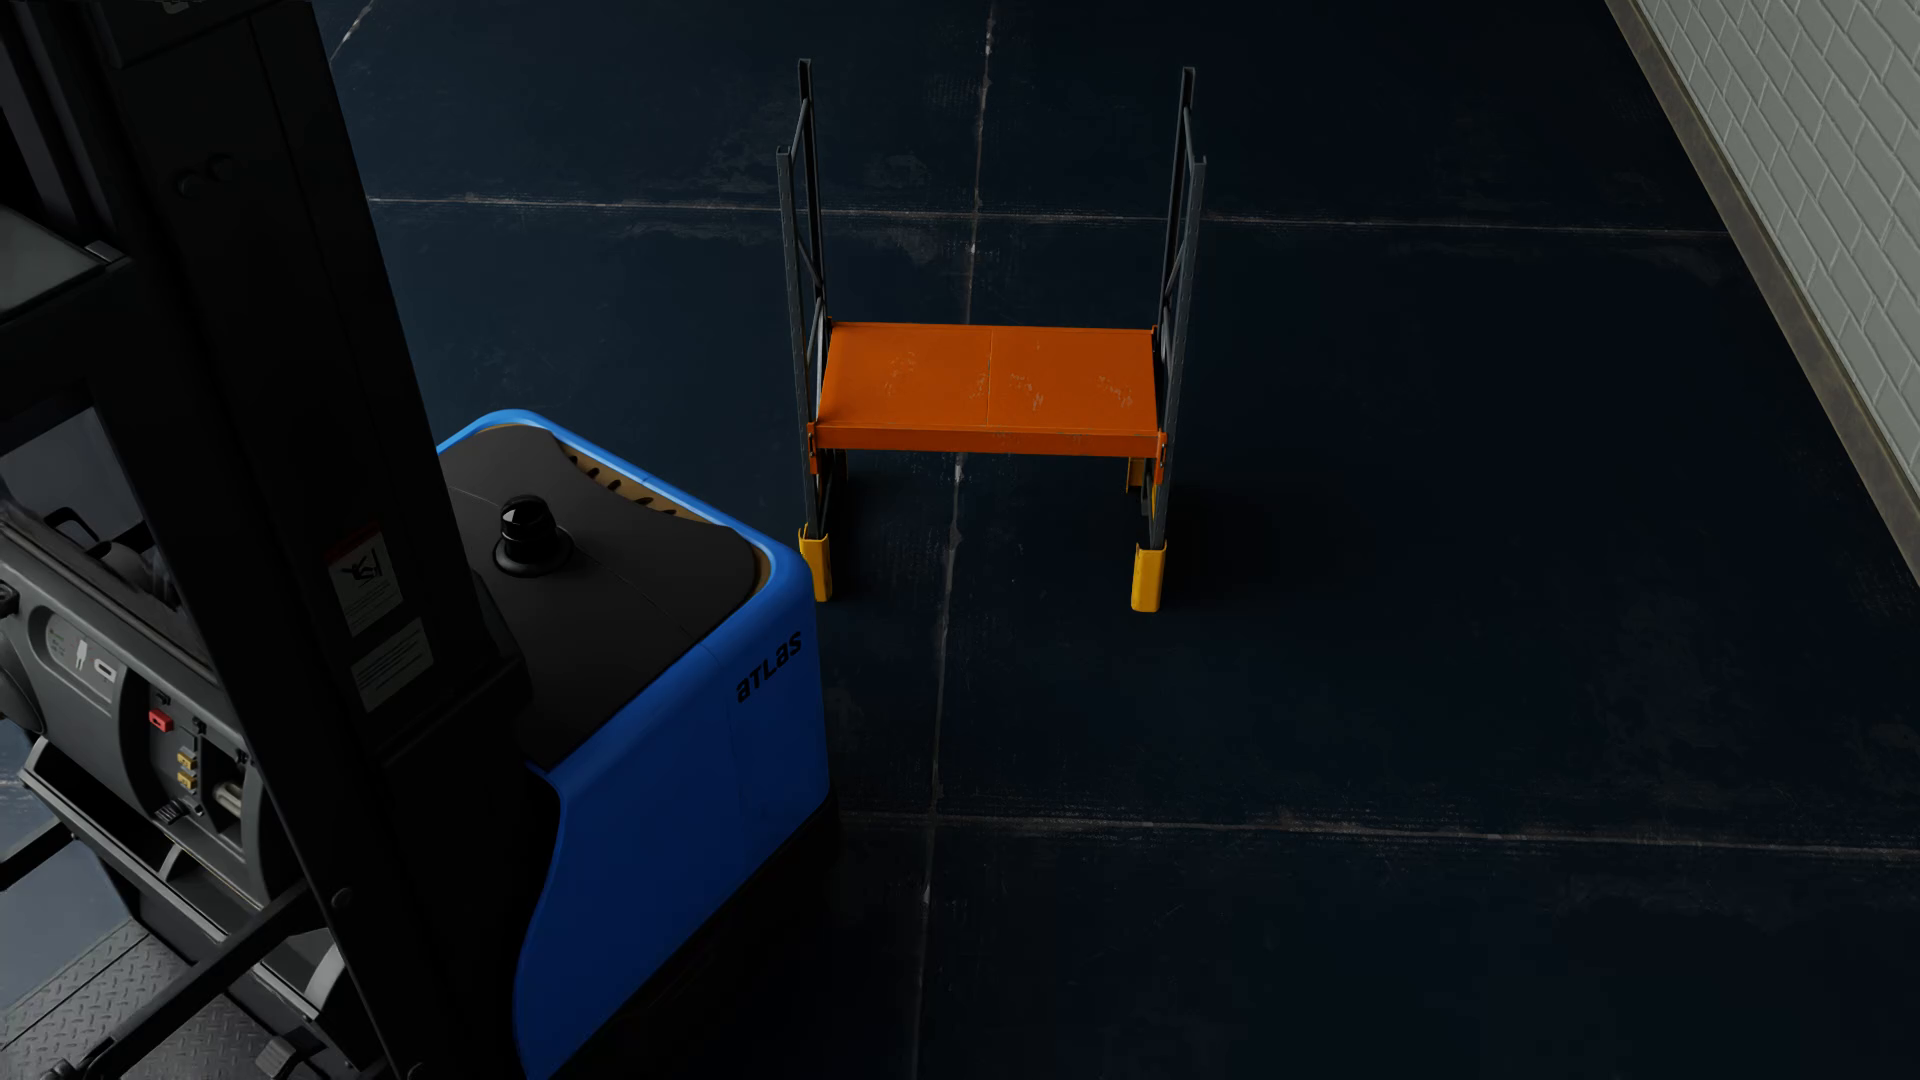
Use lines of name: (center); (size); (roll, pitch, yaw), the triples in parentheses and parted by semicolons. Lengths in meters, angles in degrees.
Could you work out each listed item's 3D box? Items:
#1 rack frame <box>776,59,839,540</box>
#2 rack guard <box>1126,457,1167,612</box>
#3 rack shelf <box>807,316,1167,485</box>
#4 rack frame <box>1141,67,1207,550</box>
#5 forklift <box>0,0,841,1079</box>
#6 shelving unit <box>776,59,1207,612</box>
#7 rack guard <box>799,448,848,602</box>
rack frame: (-0.423, -0.562, 4.753); (0.032, 1.500, 0.500); (2, 43, 2)
rack guard: (0.574, -0.074, 5.146); (0.087, 0.250, 0.587); (2, 43, 2)
rack shelf: (0.085, -0.415, 4.859); (1.000, 0.185, 0.538); (2, 43, 2)
rack frame: (0.593, -0.531, 4.719); (0.032, 1.500, 0.500); (2, 43, 2)
forklift: (-1.584, 0.374, 2.699); (1.130, 2.935, 3.031); (27, 49, 26)
shelving unit: (0.076, -0.546, 4.736); (1.083, 1.500, 0.587); (2, 43, 2)
rack guard: (-0.421, -0.104, 5.179); (0.087, 0.250, 0.587); (2, 43, 2)
